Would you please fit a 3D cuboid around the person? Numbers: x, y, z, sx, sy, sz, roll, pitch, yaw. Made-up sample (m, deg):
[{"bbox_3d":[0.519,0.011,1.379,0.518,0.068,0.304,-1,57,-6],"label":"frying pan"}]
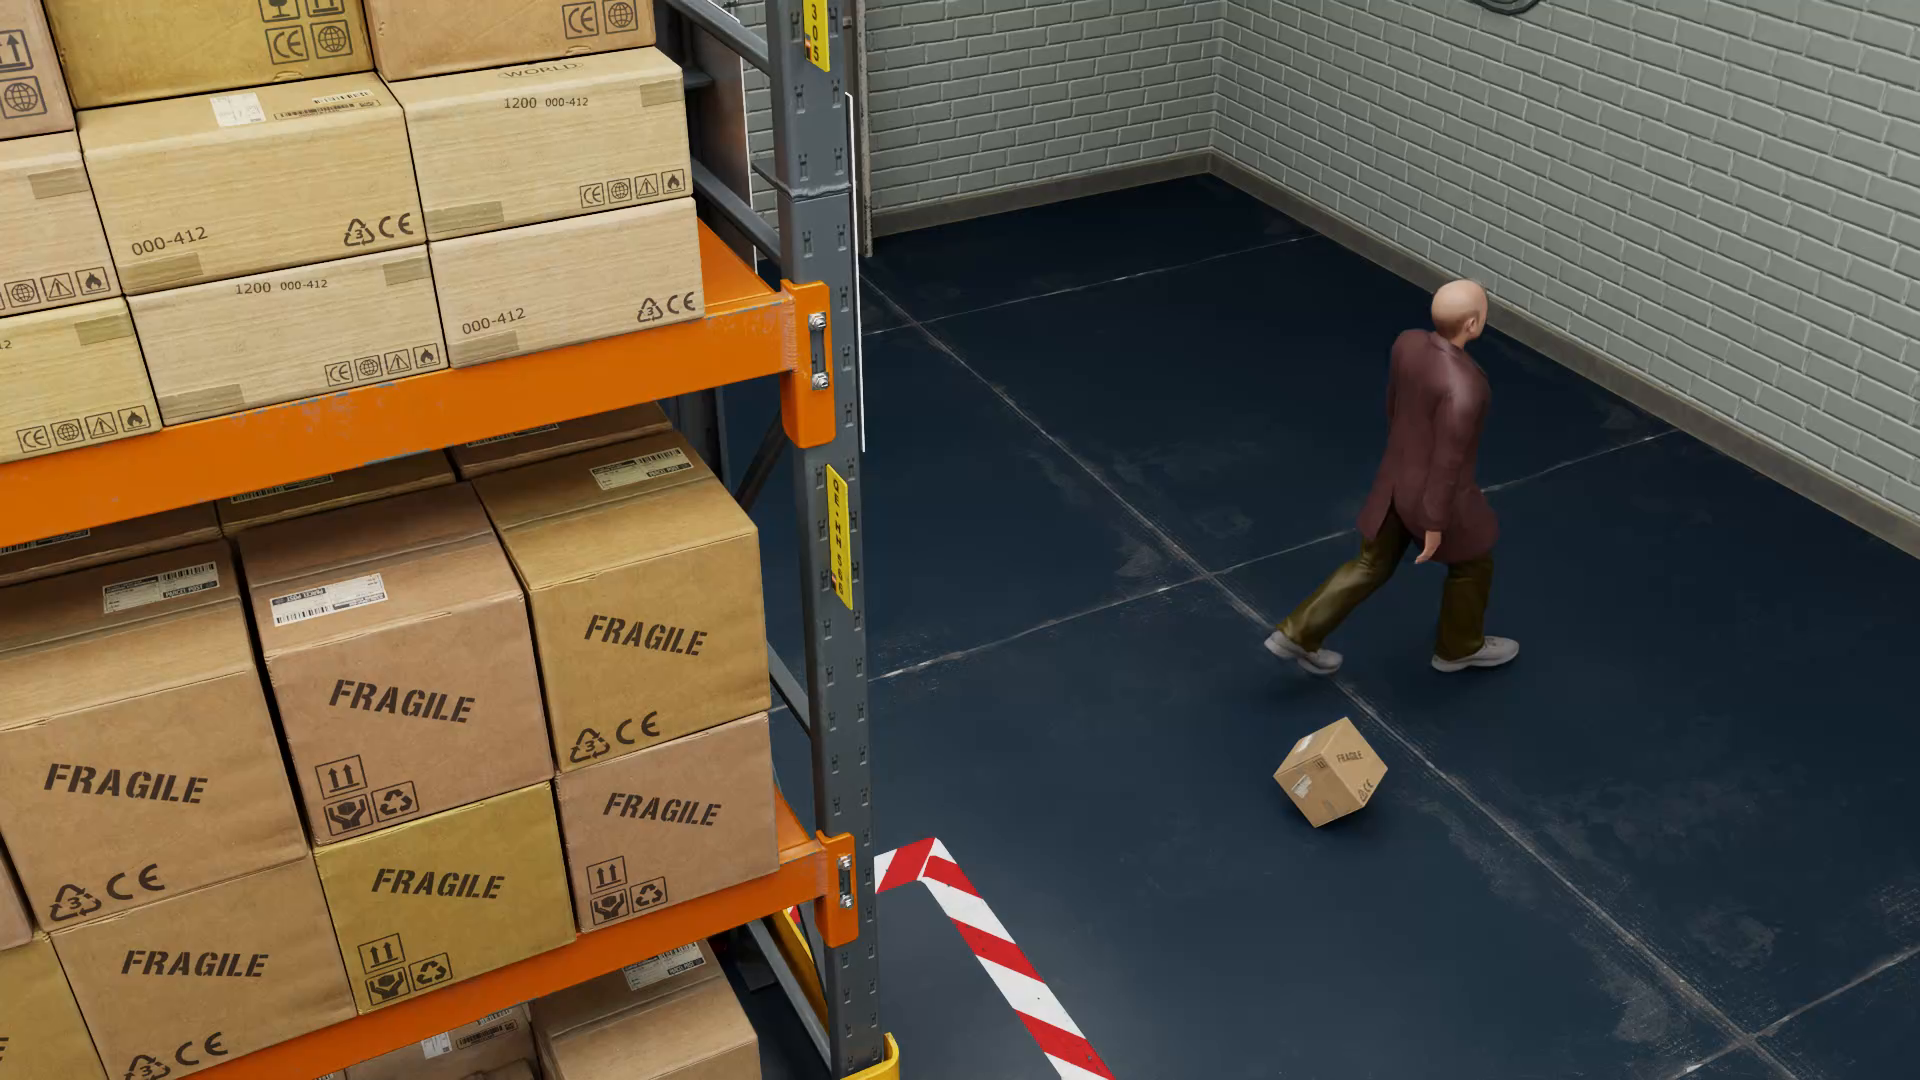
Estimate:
[{"bbox_3d":[1.763,-0.204,6.484,1.105,1.728,0.586,-12,34,-18],"label":"person"}]
